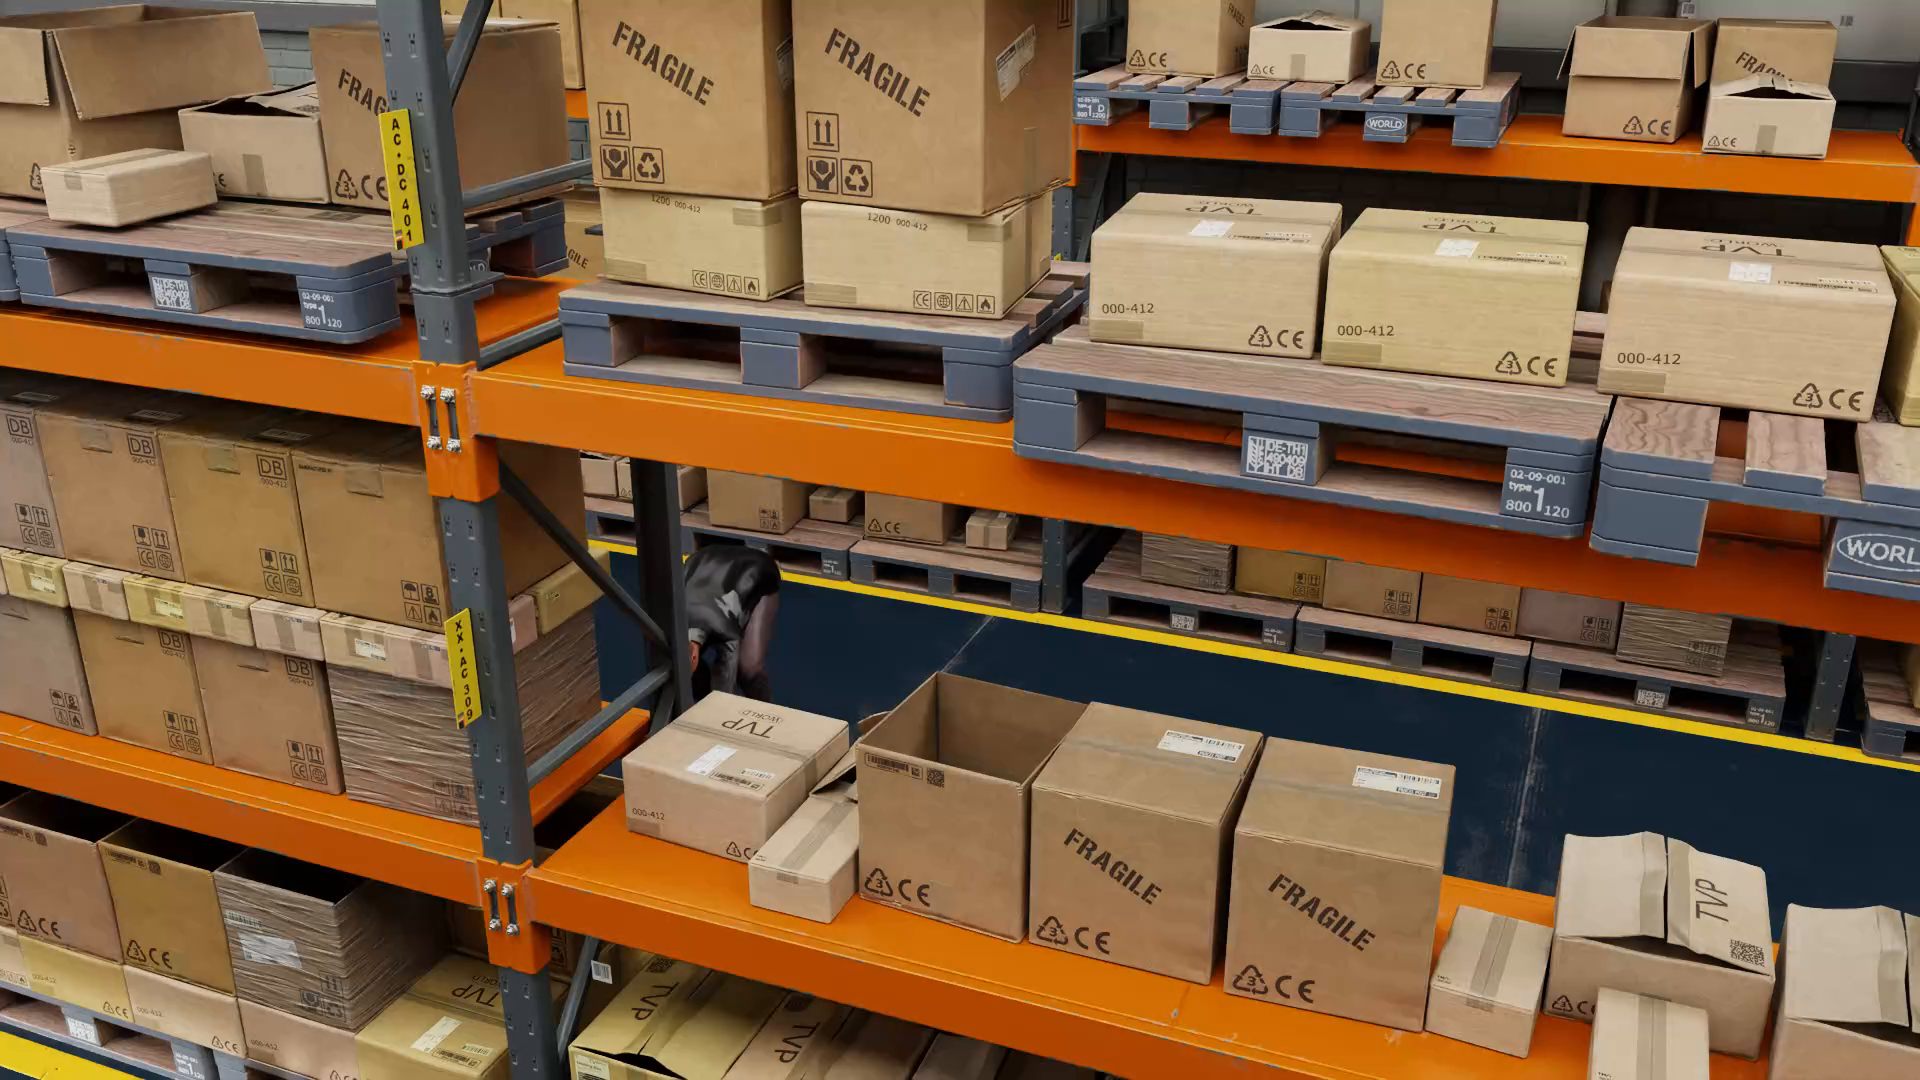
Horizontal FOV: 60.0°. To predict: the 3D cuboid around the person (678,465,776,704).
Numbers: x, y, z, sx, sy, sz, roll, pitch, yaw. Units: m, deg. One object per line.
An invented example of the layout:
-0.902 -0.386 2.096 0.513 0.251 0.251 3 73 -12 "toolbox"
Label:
-1.136 0.171 7.941 0.495 1.717 0.554 9 24 21 "person"
